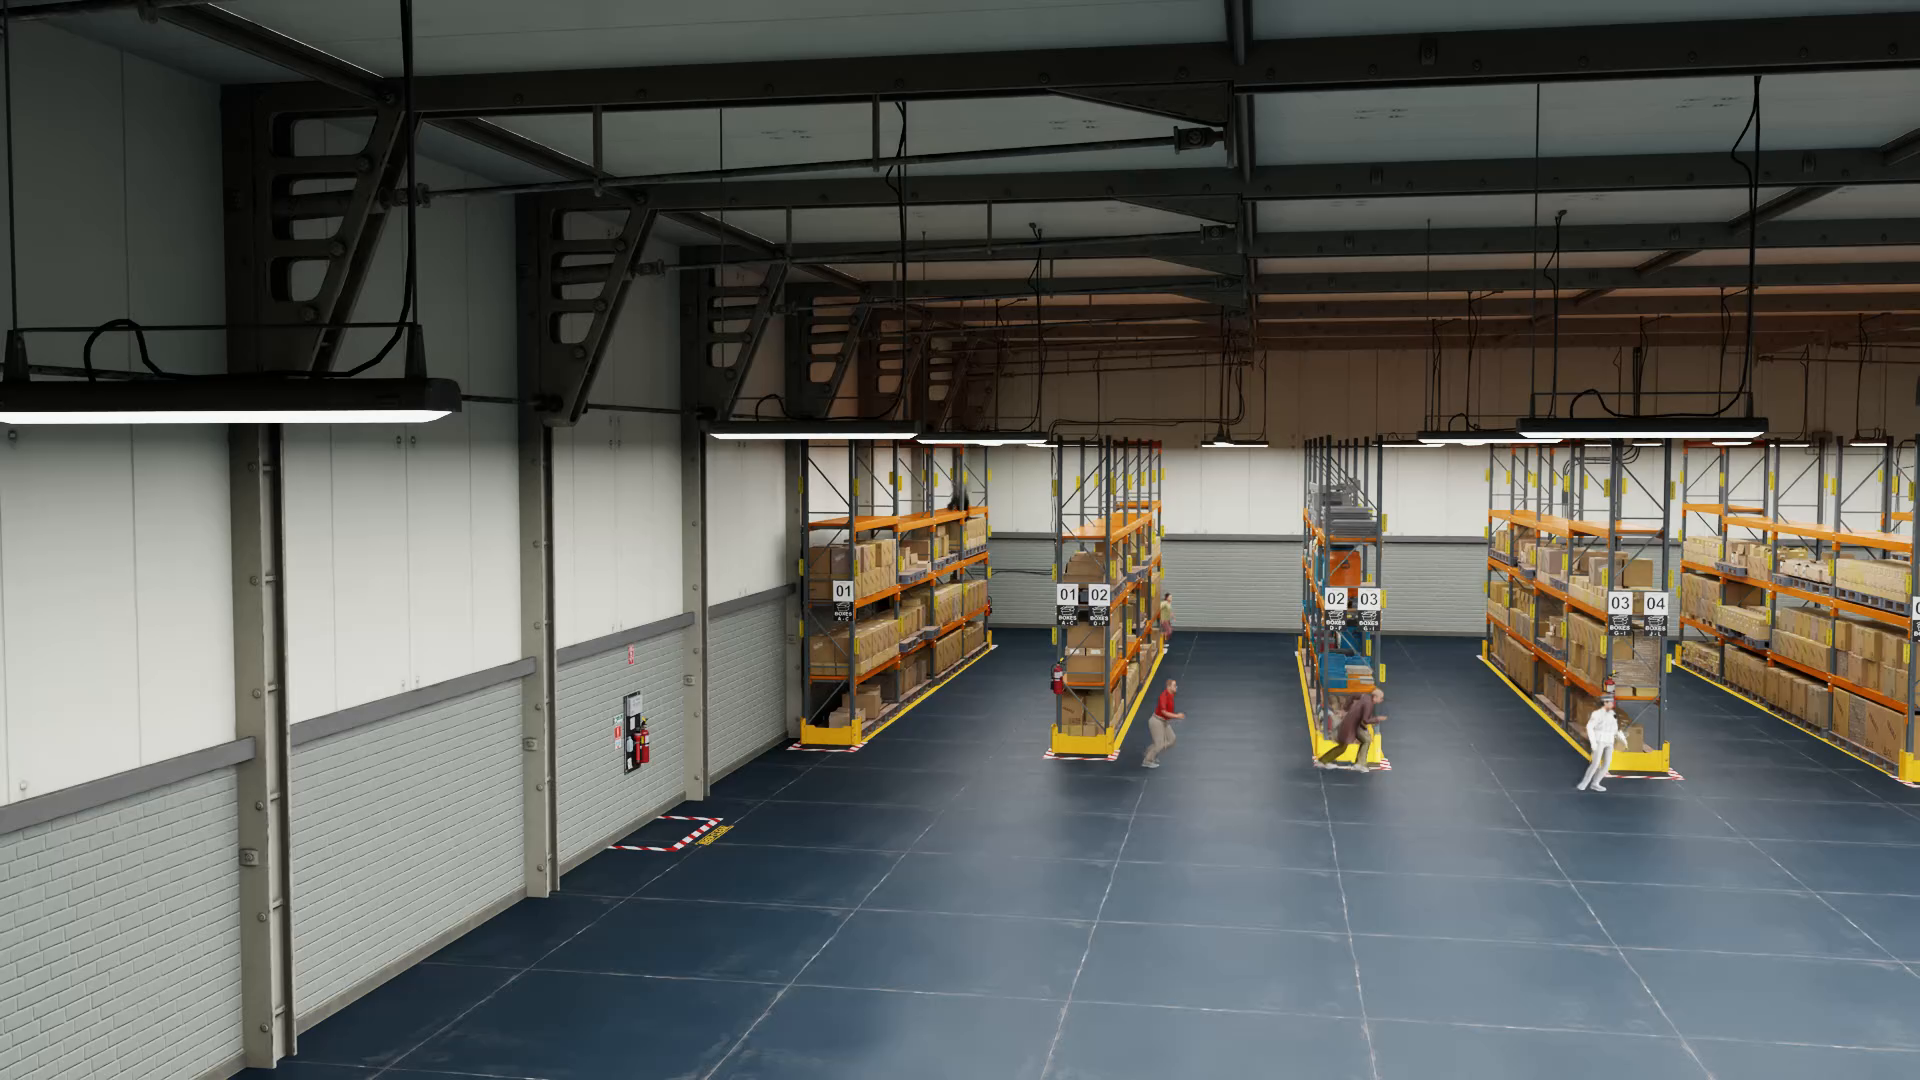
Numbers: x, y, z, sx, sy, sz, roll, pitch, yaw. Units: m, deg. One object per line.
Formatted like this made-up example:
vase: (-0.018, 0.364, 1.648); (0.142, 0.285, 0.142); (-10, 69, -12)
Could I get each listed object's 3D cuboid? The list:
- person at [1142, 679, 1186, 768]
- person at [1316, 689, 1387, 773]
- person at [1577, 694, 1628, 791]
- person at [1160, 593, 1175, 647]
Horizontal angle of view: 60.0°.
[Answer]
person: (3.673, 3.293, 29.886); (0.805, 1.612, 0.662); (1, 3, 23)
person: (6.936, 3.382, 29.450); (1.223, 1.533, 0.714); (1, 3, 13)
person: (10.748, 3.399, 27.809); (0.714, 1.644, 0.547); (-1, 3, -23)
person: (5.913, 2.321, 48.184); (0.571, 1.597, 0.626); (1, 3, 23)
